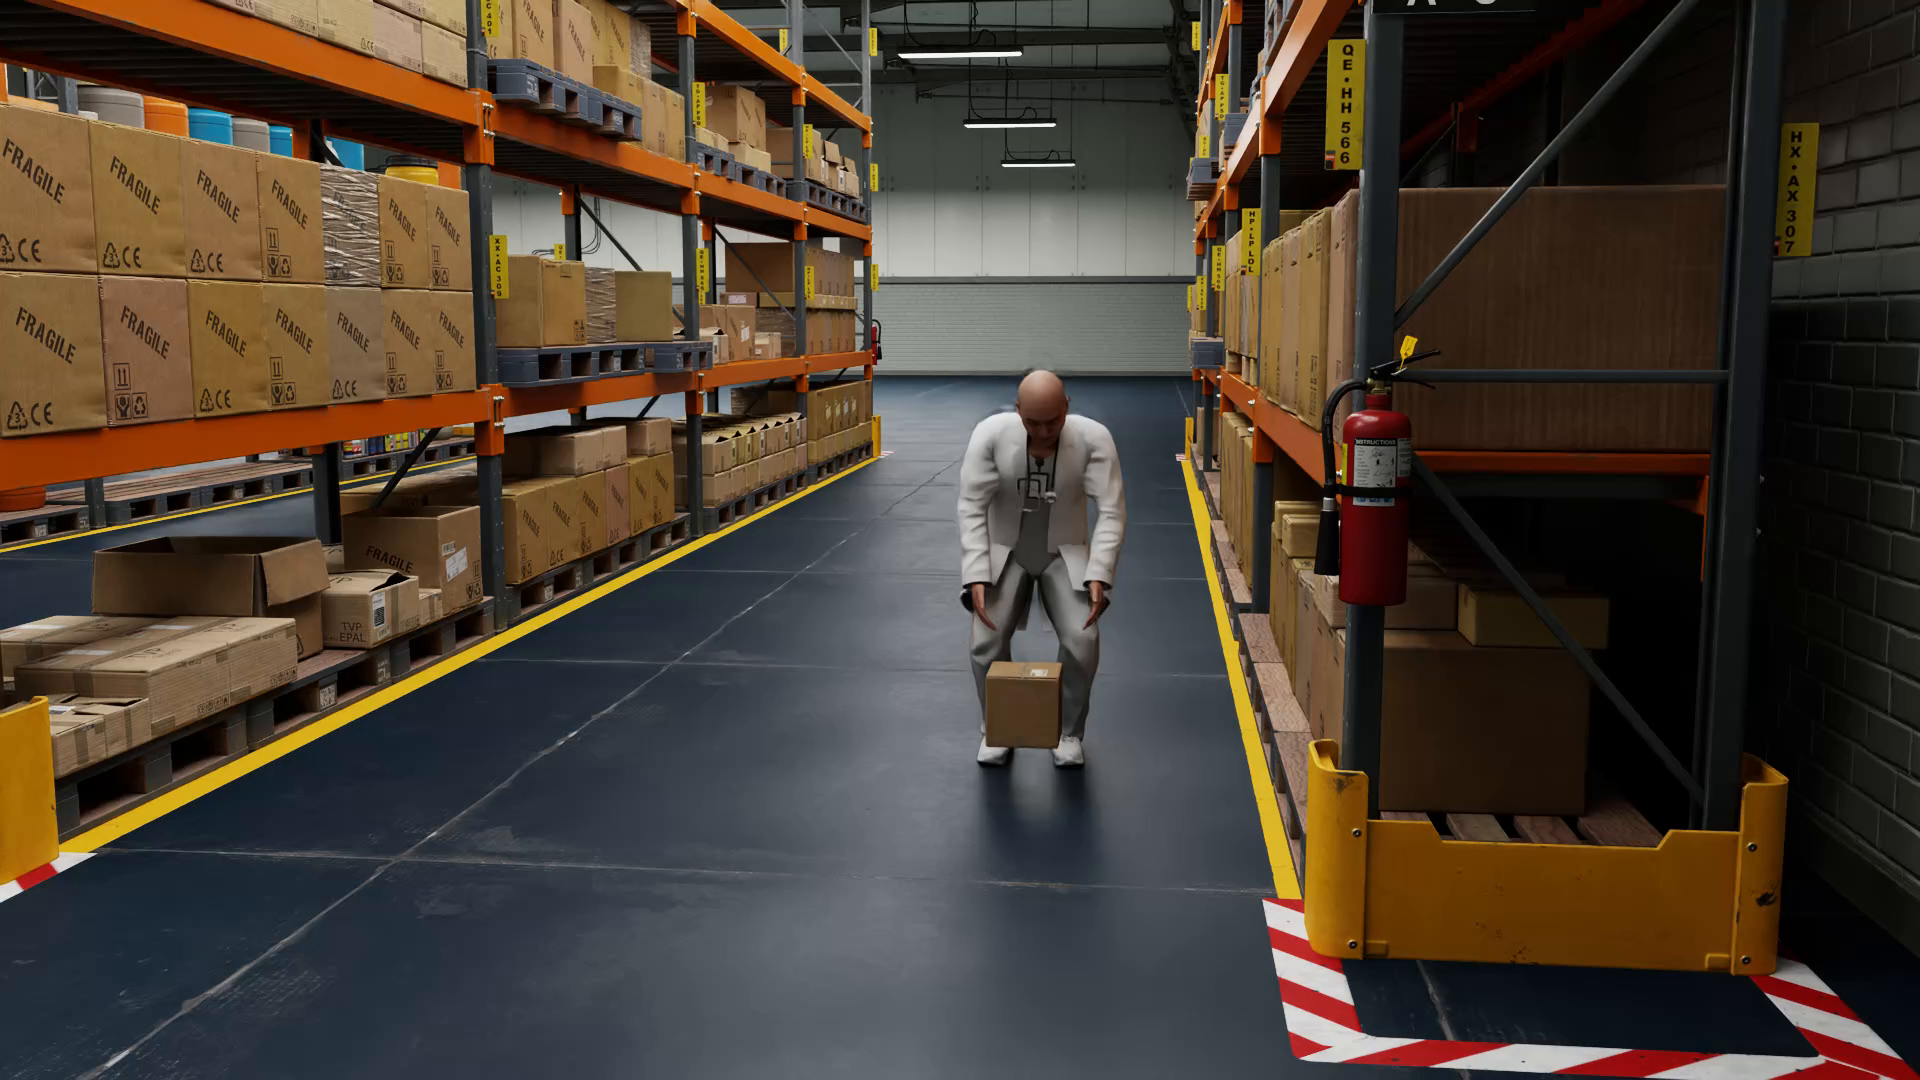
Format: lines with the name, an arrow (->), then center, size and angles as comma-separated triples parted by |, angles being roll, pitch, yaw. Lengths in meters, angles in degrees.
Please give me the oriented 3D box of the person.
person -> 0.307, 0.102, 6.225 | 0.631, 1.483, 0.680 | 1, 7, 6
